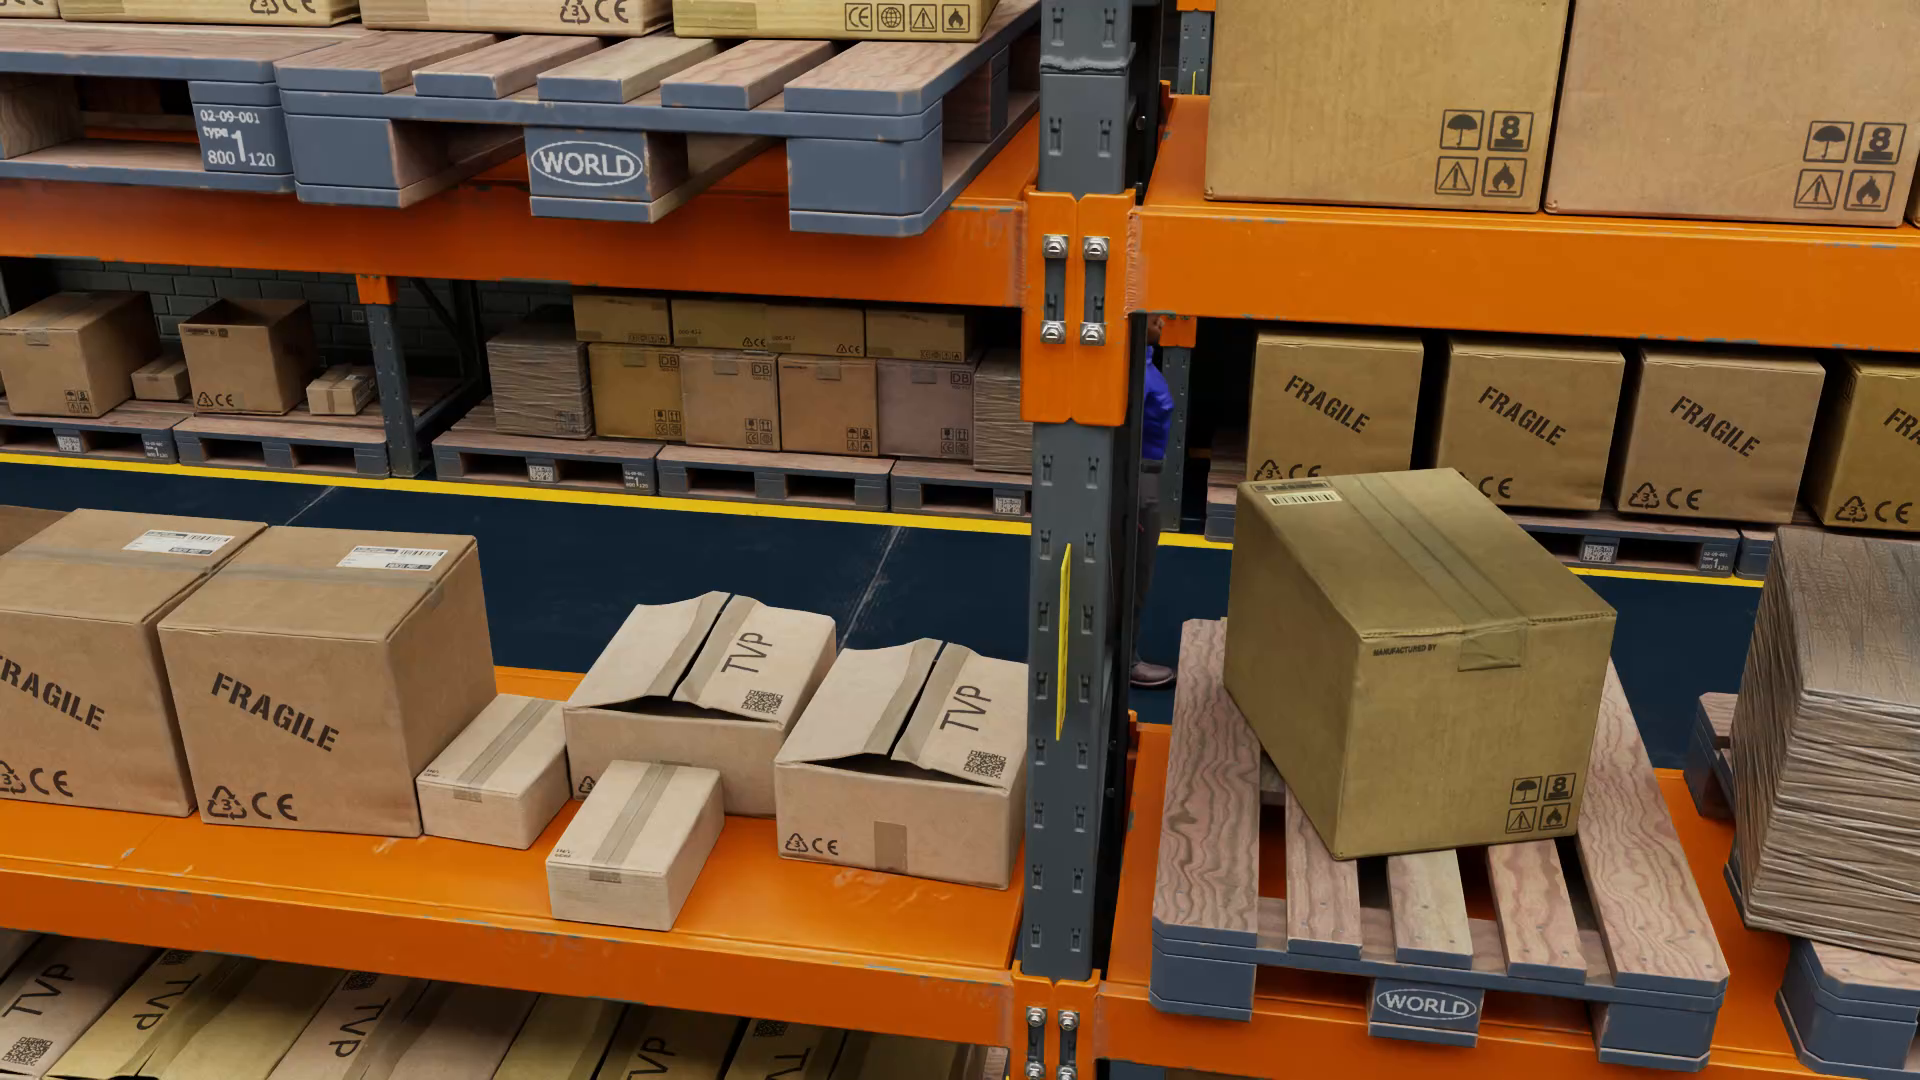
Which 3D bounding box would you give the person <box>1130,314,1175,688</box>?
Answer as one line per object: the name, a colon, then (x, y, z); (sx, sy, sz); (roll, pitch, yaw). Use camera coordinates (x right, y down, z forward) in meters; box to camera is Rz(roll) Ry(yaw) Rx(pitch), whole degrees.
person: (0.644, -0.198, 6.514); (0.455, 1.660, 0.476); (0, 25, -1)
